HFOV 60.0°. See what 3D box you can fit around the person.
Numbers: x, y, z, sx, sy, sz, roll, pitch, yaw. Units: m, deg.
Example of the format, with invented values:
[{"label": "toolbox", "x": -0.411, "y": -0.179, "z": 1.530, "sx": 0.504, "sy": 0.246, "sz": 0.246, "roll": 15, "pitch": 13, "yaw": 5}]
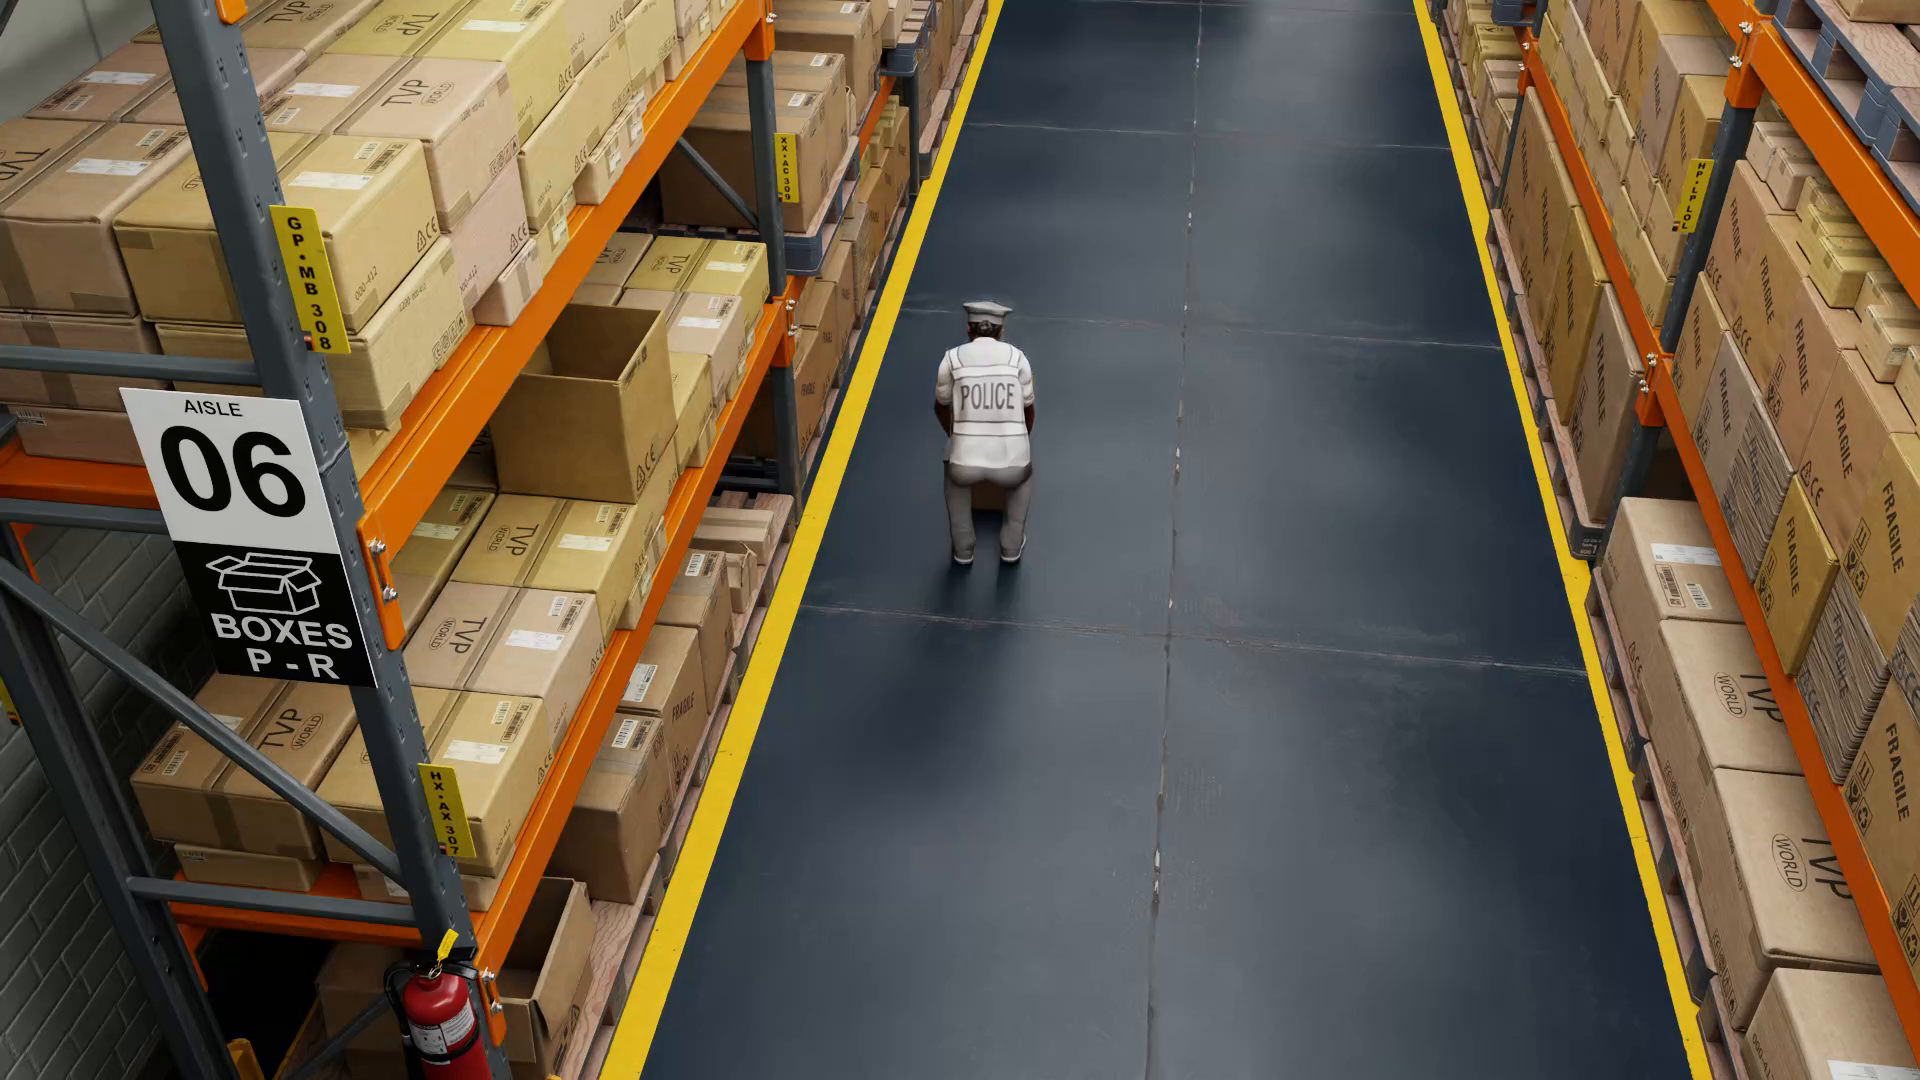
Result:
[{"label": "person", "x": 0.110, "y": -0.493, "z": 8.066, "sx": 0.496, "sy": 1.246, "sz": 0.781, "roll": 3, "pitch": 36, "yaw": 4}]
